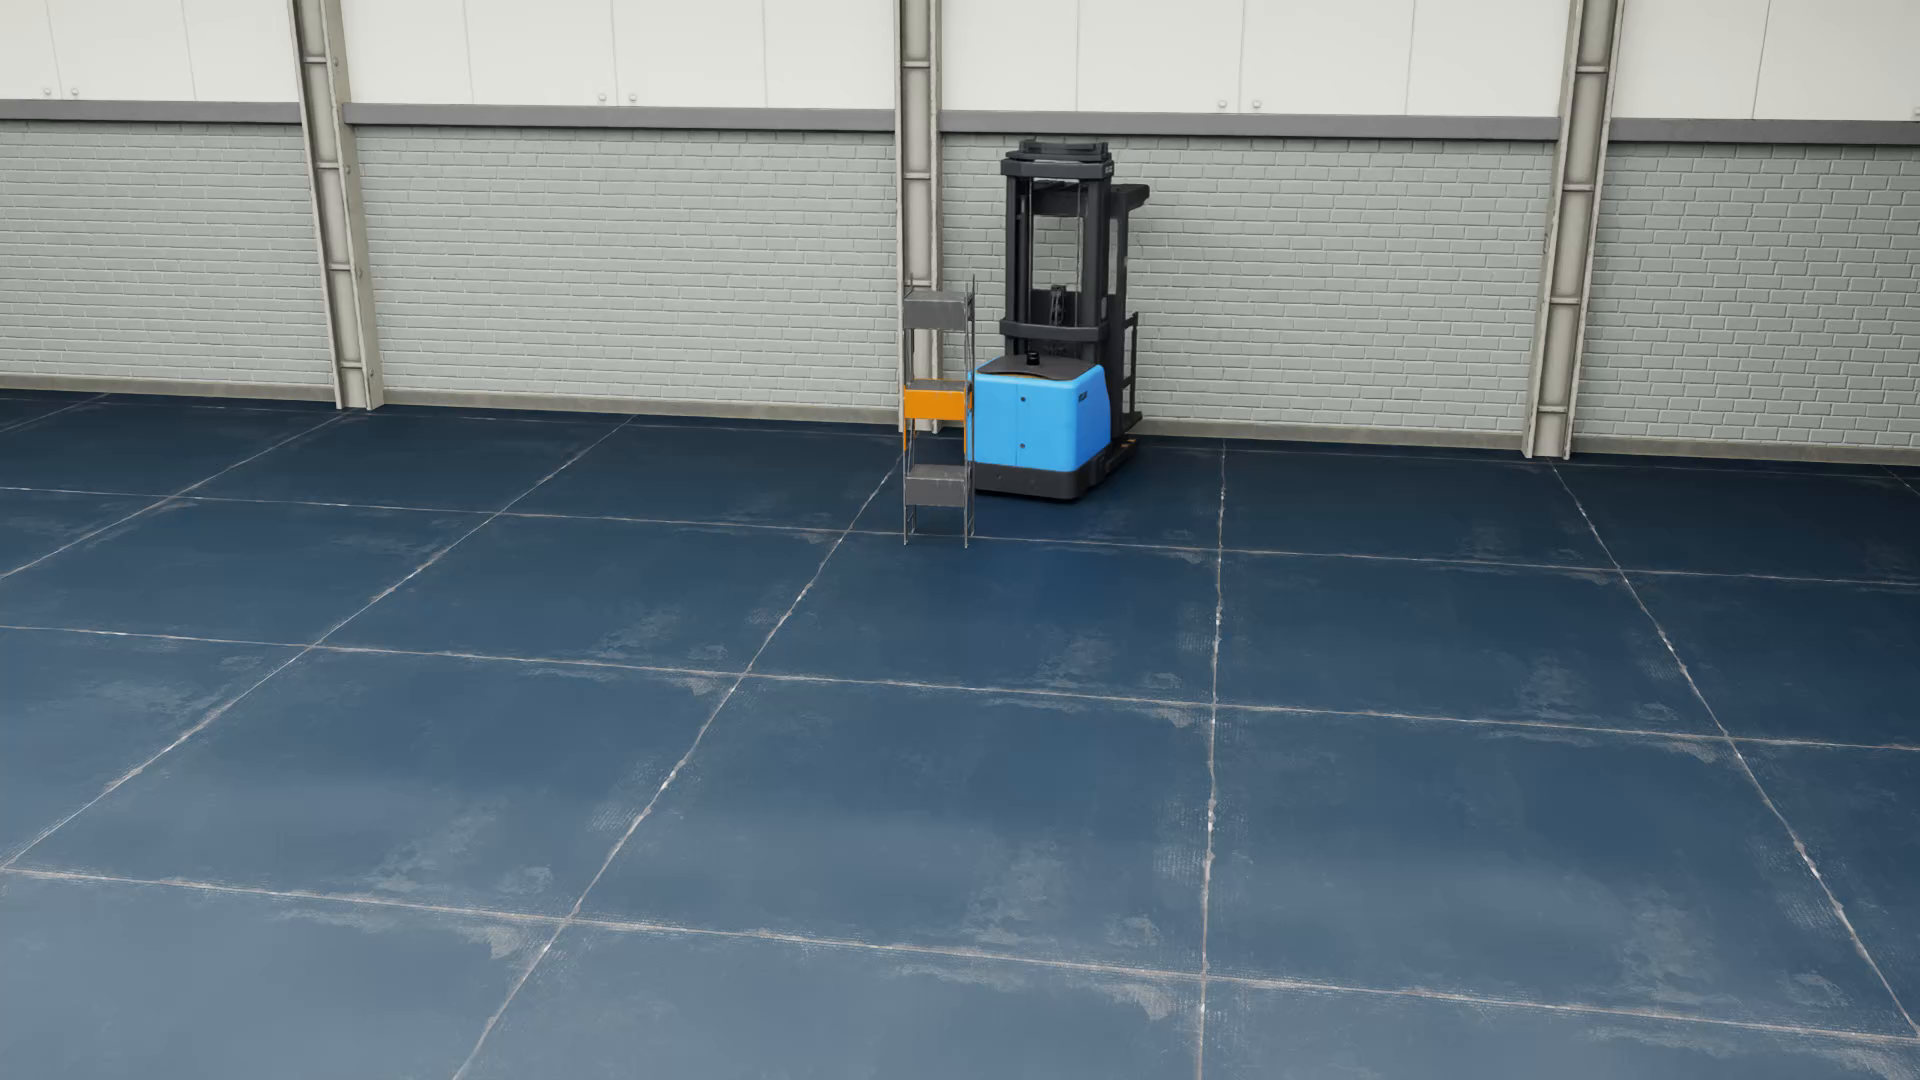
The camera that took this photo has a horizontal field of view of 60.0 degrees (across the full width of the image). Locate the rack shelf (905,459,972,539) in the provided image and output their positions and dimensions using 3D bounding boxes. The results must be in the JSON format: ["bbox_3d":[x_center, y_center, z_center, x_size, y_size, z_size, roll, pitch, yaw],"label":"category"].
[{"bbox_3d":[-0.163,-0.327,13.221,0.480,0.518,0.431,3,19,9],"label":"rack shelf"}]

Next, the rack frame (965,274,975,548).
[{"bbox_3d":[0.077,-0.992,12.958,0.015,2.100,0.400,3,19,9],"label":"rack frame"}]

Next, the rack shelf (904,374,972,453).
[{"bbox_3d":[-0.163,-0.991,12.999,0.480,0.518,0.431,3,19,9],"label":"rack shelf"}]

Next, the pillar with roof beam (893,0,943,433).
[{"bbox_3d":[-1.073,-4.033,11.173,0.400,9.000,9.100,3,19,9],"label":"pillar with roof beam"}]

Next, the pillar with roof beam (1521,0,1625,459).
[{"bbox_3d":[4.851,-3.731,10.271,0.400,9.000,9.100,3,19,9],"label":"pillar with roof beam"}]

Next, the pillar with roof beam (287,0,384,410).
[{"bbox_3d":[-6.997,-4.334,12.076,0.400,9.000,9.100,3,19,9],"label":"pillar with roof beam"}]

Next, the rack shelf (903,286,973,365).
[{"bbox_3d":[-0.163,-1.655,12.777,0.480,0.518,0.431,3,19,9],"label":"rack shelf"}]

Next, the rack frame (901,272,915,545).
[{"bbox_3d":[-0.404,-1.016,13.032,0.015,2.100,0.400,3,19,9],"label":"rack frame"}]

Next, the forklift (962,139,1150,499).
[{"bbox_3d":[1.049,-2.164,15.152,1.130,2.935,3.031,7,20,21],"label":"forklift"}]

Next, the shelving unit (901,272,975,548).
[{"bbox_3d":[-0.163,-1.004,12.995,0.503,2.100,0.431,3,19,9],"label":"shelving unit"}]
